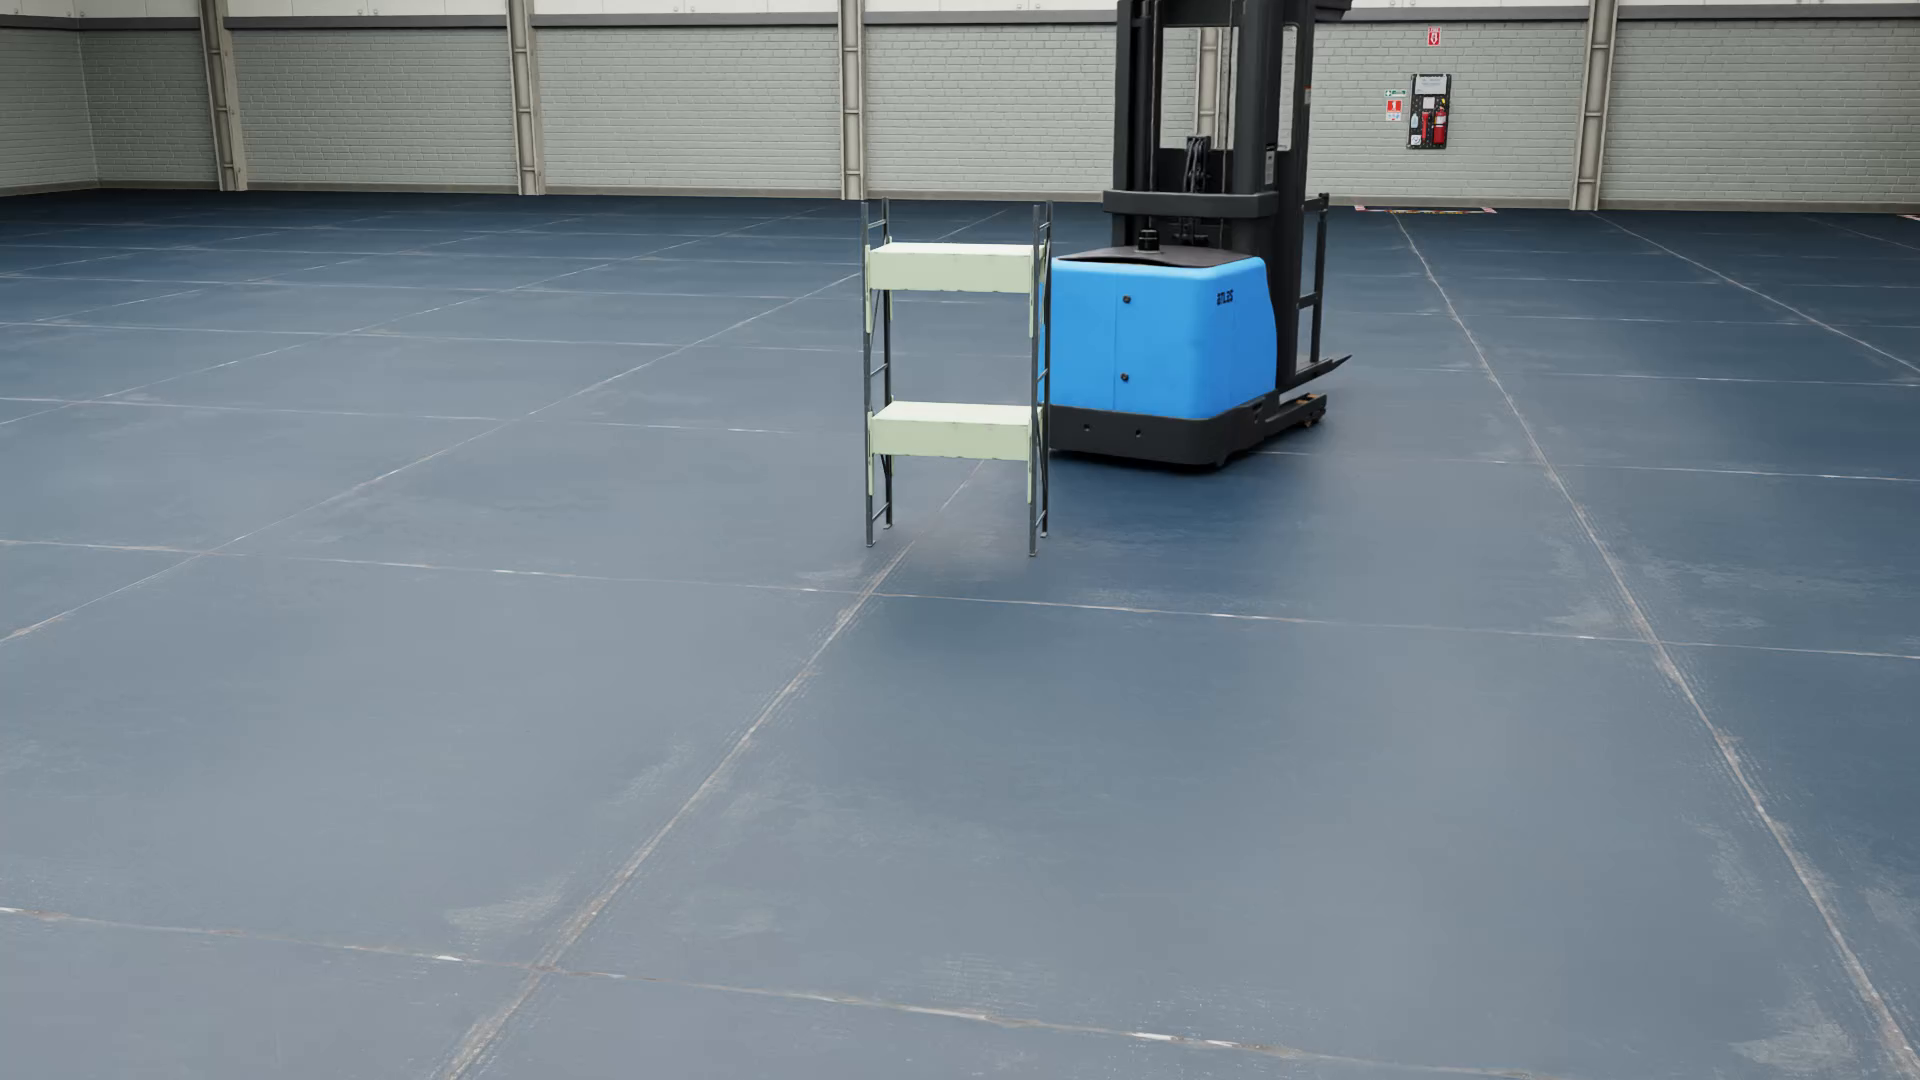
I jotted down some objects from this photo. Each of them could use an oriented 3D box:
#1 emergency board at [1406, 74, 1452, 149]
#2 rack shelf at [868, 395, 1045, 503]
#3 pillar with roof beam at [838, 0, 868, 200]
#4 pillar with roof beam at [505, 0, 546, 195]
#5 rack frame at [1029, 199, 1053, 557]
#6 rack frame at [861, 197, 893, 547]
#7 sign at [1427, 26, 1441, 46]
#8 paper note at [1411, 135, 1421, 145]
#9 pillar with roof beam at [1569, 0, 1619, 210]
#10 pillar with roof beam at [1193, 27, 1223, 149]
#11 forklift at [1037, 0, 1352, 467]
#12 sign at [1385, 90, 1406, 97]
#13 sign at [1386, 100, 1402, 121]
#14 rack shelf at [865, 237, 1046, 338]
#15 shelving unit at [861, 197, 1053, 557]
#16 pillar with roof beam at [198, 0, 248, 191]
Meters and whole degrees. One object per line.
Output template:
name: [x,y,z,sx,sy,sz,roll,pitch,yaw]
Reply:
emergency board: [7.520,-6.856,26.622,0.643,1.169,0.194,3,16,11]
rack shelf: [-0.007,-0.409,7.380,0.720,0.370,0.431,3,16,11]
pillar with roof beam: [-2.683,-9.117,23.549,0.400,9.000,9.100,3,16,11]
pillar with roof beam: [-8.562,-9.437,24.702,0.400,9.000,9.100,3,16,11]
rack frame: [0.352,-0.704,7.223,0.023,1.500,0.400,3,16,11]
rack frame: [-0.365,-0.743,7.363,0.023,1.500,0.400,3,16,11]
sign: [7.532,-7.999,26.408,0.199,0.298,0.001,3,16,11]
paper note: [7.361,-6.458,26.839,0.142,0.148,0.016,3,16,11]
pillar with roof beam: [9.077,-8.479,21.245,0.400,9.000,9.100,3,16,11]
pillar with roof beam: [3.197,-8.798,22.397,0.400,9.000,9.100,3,16,11]
forklift: [1.572,-2.140,9.728,1.130,2.935,3.031,9,18,29]
sign: [7.002,-7.182,26.741,0.331,0.109,0.001,3,16,11]
sign: [6.999,-6.929,26.821,0.234,0.329,0.001,3,16,11]
rack shelf: [-0.007,-1.099,7.189,0.720,0.370,0.431,3,16,11]
shelving unit: [-0.007,-0.723,7.293,0.755,1.500,0.431,3,16,11]
pillar with roof beam: [-14.442,-9.756,25.854,0.400,9.000,9.100,3,16,11]
